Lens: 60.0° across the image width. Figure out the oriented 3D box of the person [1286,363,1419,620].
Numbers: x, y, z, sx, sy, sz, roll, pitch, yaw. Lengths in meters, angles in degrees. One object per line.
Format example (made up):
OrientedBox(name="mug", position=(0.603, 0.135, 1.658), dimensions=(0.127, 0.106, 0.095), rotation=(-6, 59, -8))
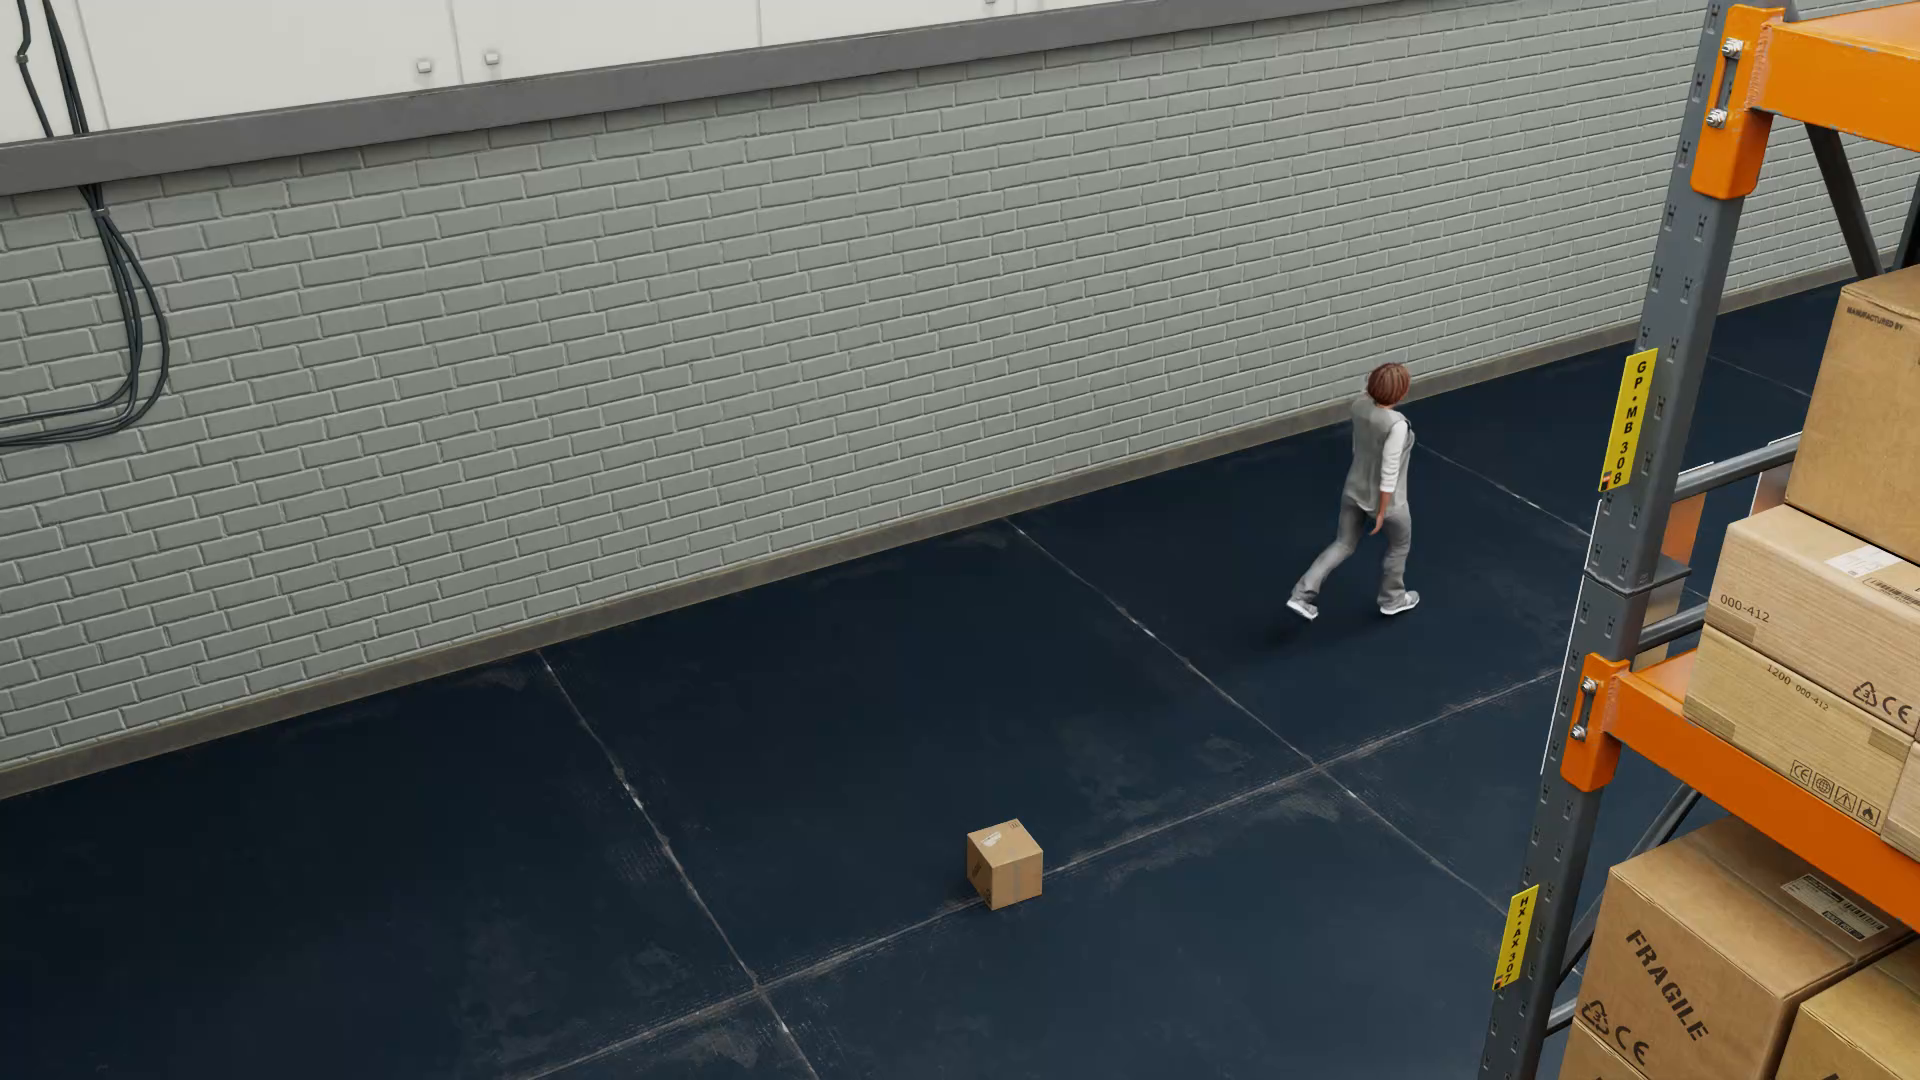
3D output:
OrientedBox(name="person", position=(2.202, -0.239, 8.963), dimensions=(0.892, 1.552, 0.408), rotation=(-18, 34, -28))
